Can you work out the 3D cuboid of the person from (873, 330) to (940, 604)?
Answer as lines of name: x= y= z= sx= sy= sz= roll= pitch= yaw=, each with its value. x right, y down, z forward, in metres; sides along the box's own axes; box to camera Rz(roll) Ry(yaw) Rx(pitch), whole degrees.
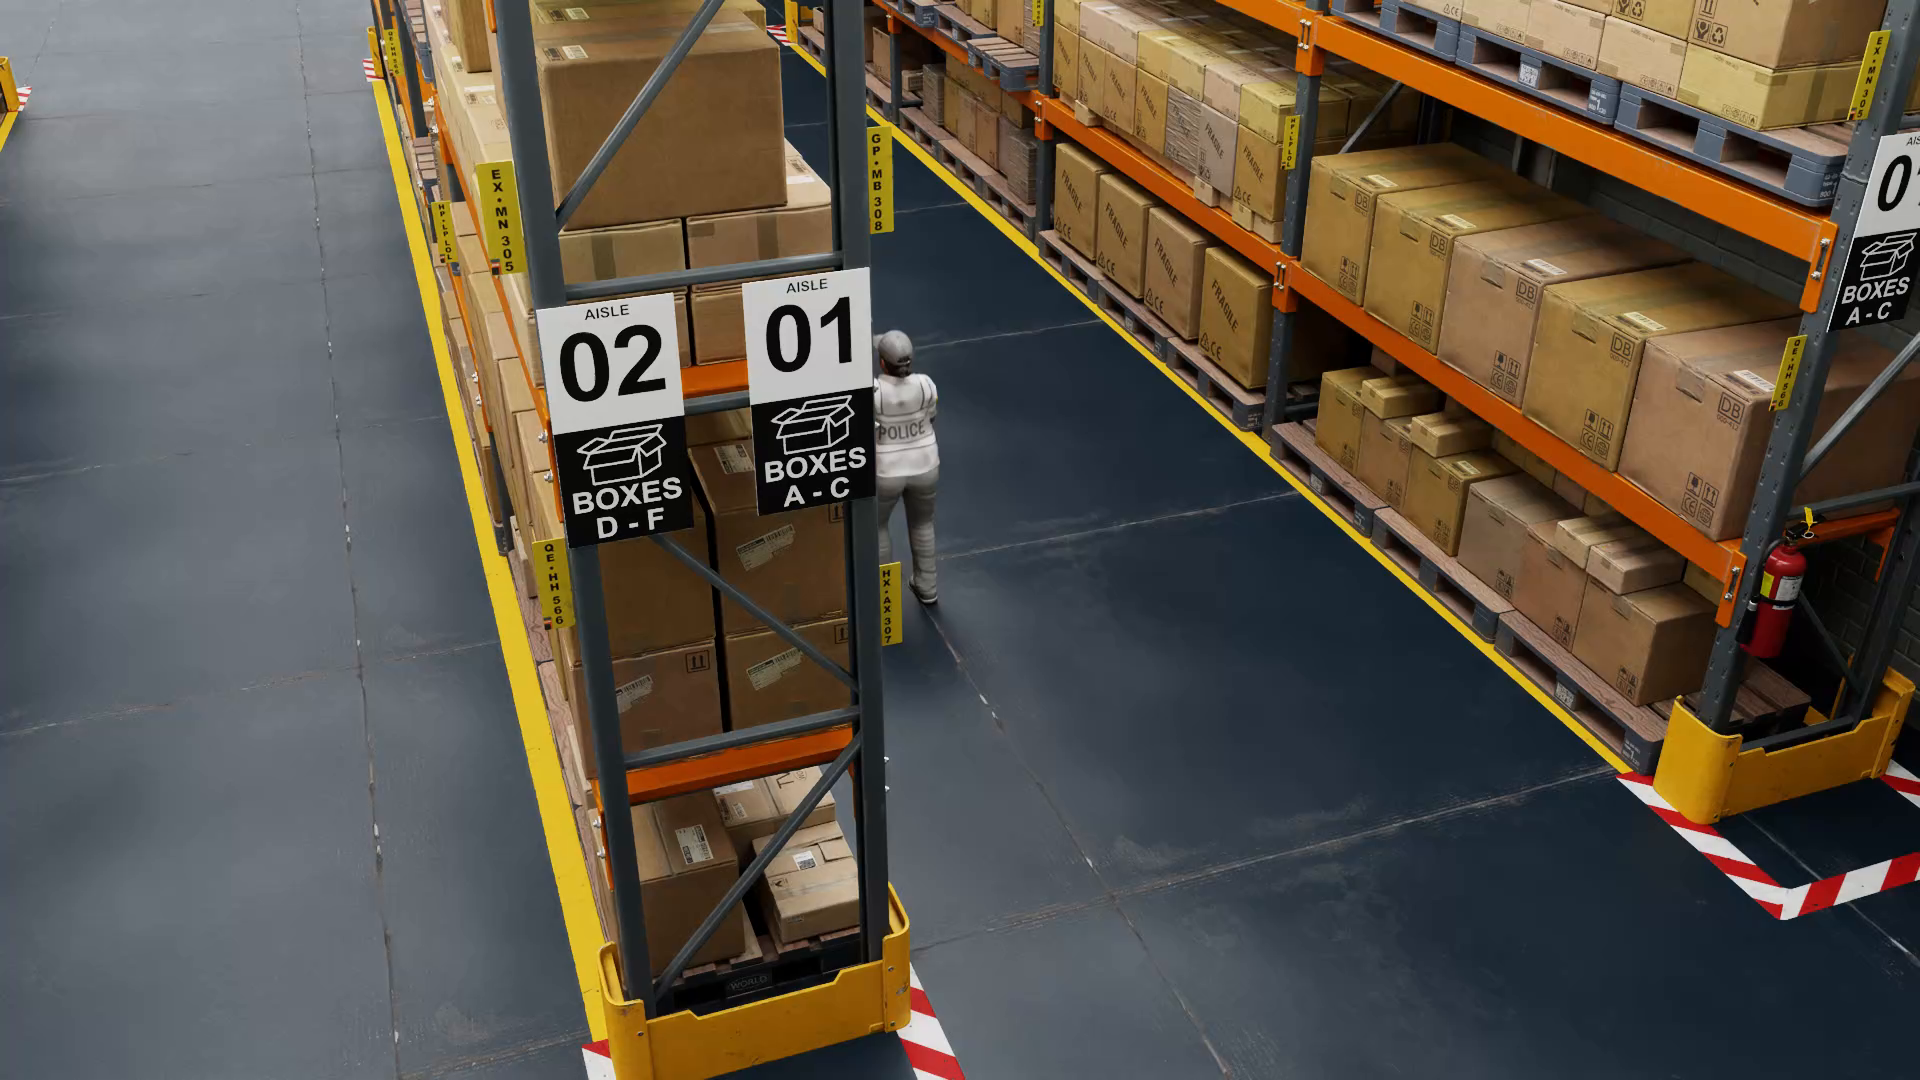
person: x=-0.360 y=-0.409 z=9.053 sx=0.455 sy=1.656 sz=0.535 roll=-10 pitch=32 yaw=-17
